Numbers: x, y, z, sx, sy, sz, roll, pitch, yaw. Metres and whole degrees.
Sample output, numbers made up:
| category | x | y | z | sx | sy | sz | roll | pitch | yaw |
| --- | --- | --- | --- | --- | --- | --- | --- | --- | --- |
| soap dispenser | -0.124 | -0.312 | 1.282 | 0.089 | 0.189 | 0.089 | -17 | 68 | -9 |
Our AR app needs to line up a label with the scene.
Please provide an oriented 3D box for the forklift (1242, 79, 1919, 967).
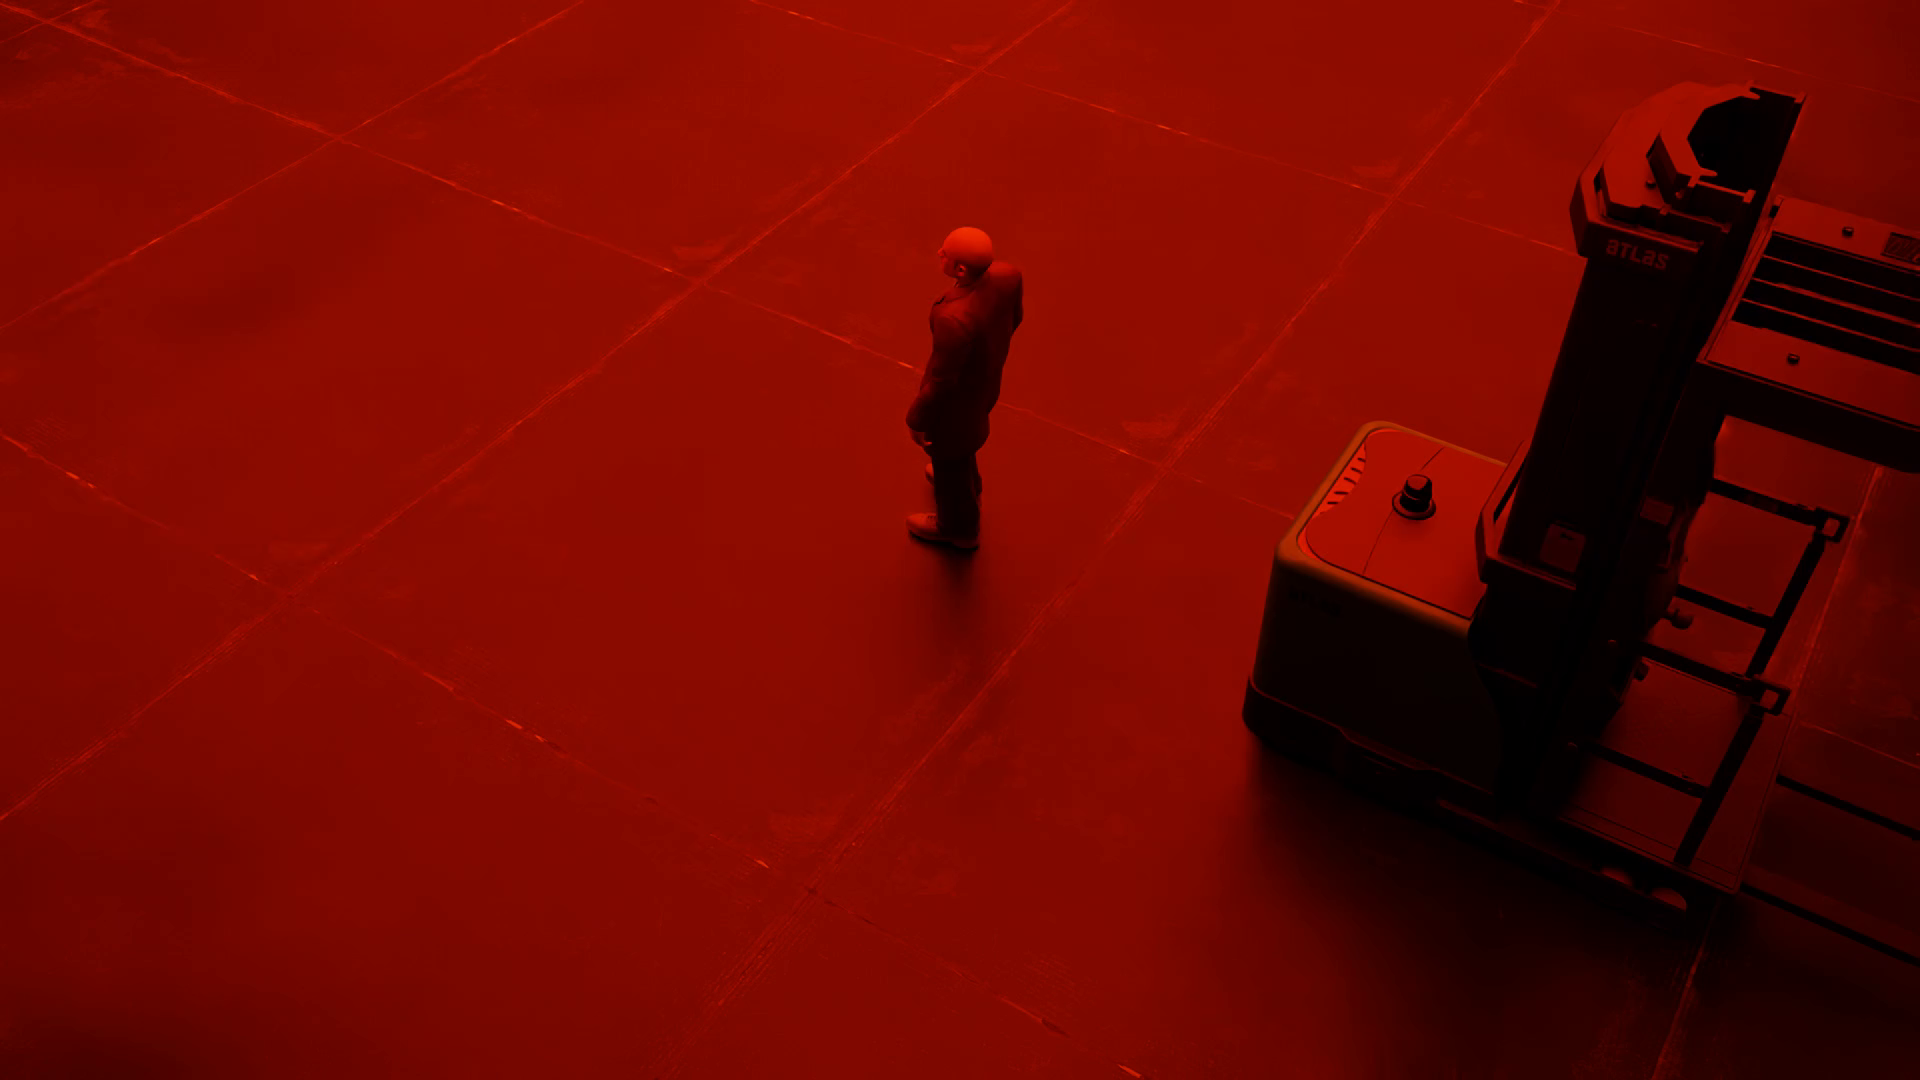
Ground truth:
| category | x | y | z | sx | sy | sz | roll | pitch | yaw |
| --- | --- | --- | --- | --- | --- | --- | --- | --- | --- |
| forklift | 2.725 | 0.010 | 5.838 | 3.031 | 2.935 | 1.130 | 23 | 48 | 23 |

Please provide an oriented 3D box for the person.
| category | x | y | z | sx | sy | sz | roll | pitch | yaw |
| --- | --- | --- | --- | --- | --- | --- | --- | --- | --- |
| person | -0.076 | -0.687 | 7.401 | 0.580 | 1.777 | 0.698 | 24 | 48 | 23 |
